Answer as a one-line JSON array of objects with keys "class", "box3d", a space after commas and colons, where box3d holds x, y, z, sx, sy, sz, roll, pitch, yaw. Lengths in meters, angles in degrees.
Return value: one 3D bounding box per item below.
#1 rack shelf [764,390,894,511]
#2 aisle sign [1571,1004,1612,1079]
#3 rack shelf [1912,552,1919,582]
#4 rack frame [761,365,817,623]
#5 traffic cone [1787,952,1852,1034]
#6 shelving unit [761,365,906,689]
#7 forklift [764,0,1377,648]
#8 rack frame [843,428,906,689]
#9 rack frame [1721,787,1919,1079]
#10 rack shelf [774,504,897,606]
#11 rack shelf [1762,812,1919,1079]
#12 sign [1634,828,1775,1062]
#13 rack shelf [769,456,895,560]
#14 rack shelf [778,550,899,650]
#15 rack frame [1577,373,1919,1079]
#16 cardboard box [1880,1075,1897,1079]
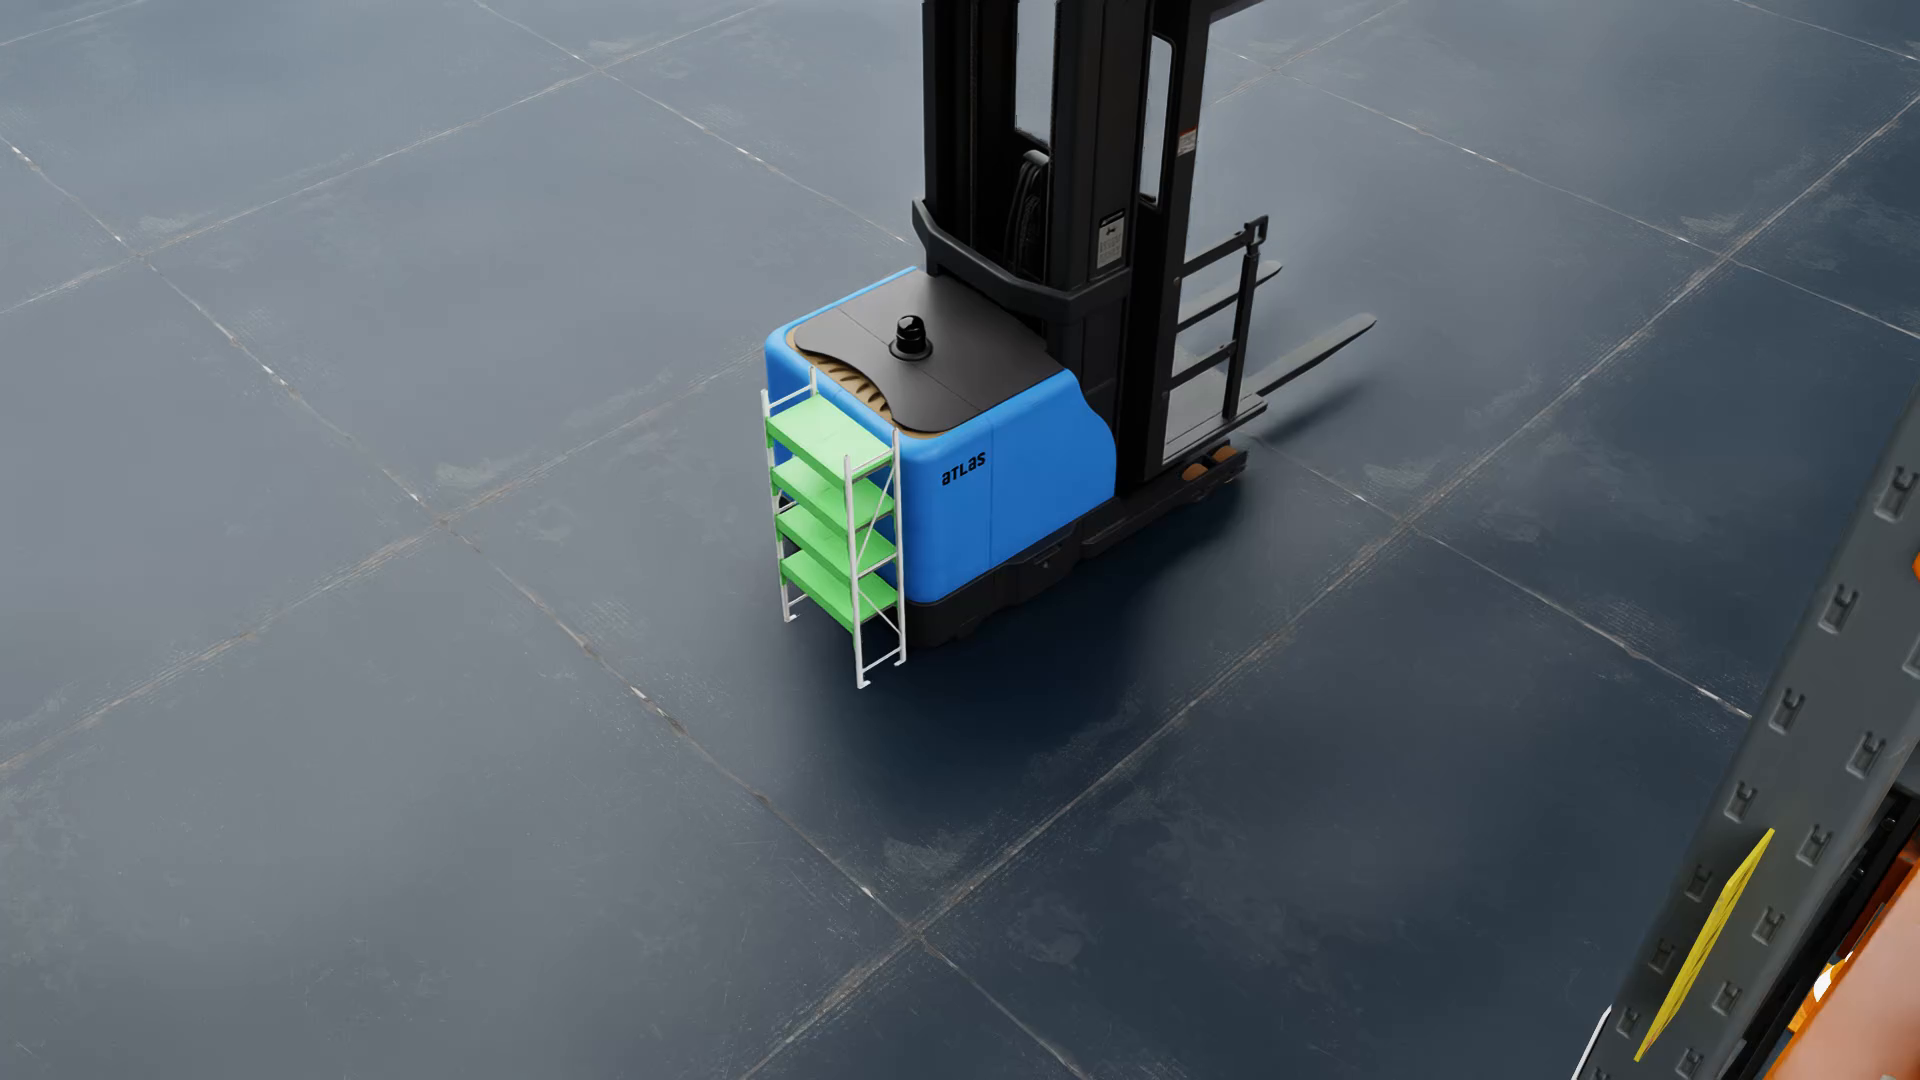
[{"class": "rack shelf", "box3d": [-0.473, -0.334, 6.114, 0.258, 0.148, 0.480, -30, 51, -29]}, {"class": "aisle sign", "box3d": [0.891, 0.752, 2.311, 0.394, 0.787, 0.004, -34, 53, -31]}, {"class": "rack shelf", "box3d": [2.567, 0.611, 0.491, 1.077, 0.370, 4.000, -34, 53, -31]}, {"class": "rack frame", "box3d": [-0.632, -0.153, 6.532, 0.240, 1.200, 0.015, -30, 51, -29]}, {"class": "traffic cone", "box3d": [2.917, 1.412, 5.381, 0.336, 0.463, 0.334, -34, 53, -31]}, {"class": "shelving unit", "box3d": [-0.473, -0.028, 6.397, 0.258, 1.200, 0.503, -30, 51, -29]}, {"class": "forklift", "box3d": [0.662, -1.497, 6.710, 3.031, 2.935, 1.130, -30, 51, -28]}, {"class": "rack frame", "box3d": [-0.313, 0.097, 6.261, 0.240, 1.200, 0.015, -30, 51, -29]}, {"class": "rack frame", "box3d": [1.154, 1.587, 3.322, 1.000, 3.000, 0.127, -34, 53, -31]}, {"class": "rack shelf", "box3d": [-0.473, 0.019, 6.440, 0.258, 0.148, 0.480, -30, 51, -29]}, {"class": "rack shelf", "box3d": [2.567, 1.711, 1.508, 1.077, 0.370, 4.000, -34, 53, -31]}, {"class": "sign", "box3d": [0.770, 0.425, 1.726, 0.100, 0.325, 0.005, -34, 53, -31]}, {"class": "rack shelf", "box3d": [-0.473, -0.158, 6.277, 0.258, 0.148, 0.480, -30, 51, -29]}, {"class": "rack shelf", "box3d": [-0.473, 0.195, 6.603, 0.258, 0.148, 0.480, -30, 51, -29]}, {"class": "rack frame", "box3d": [1.154, -0.616, 1.286, 1.000, 3.000, 0.127, -34, 53, -31]}, {"class": "cardboard box", "box3d": [1.159, 0.893, 2.048, 0.380, 0.149, 0.250, -34, 53, -31]}]
